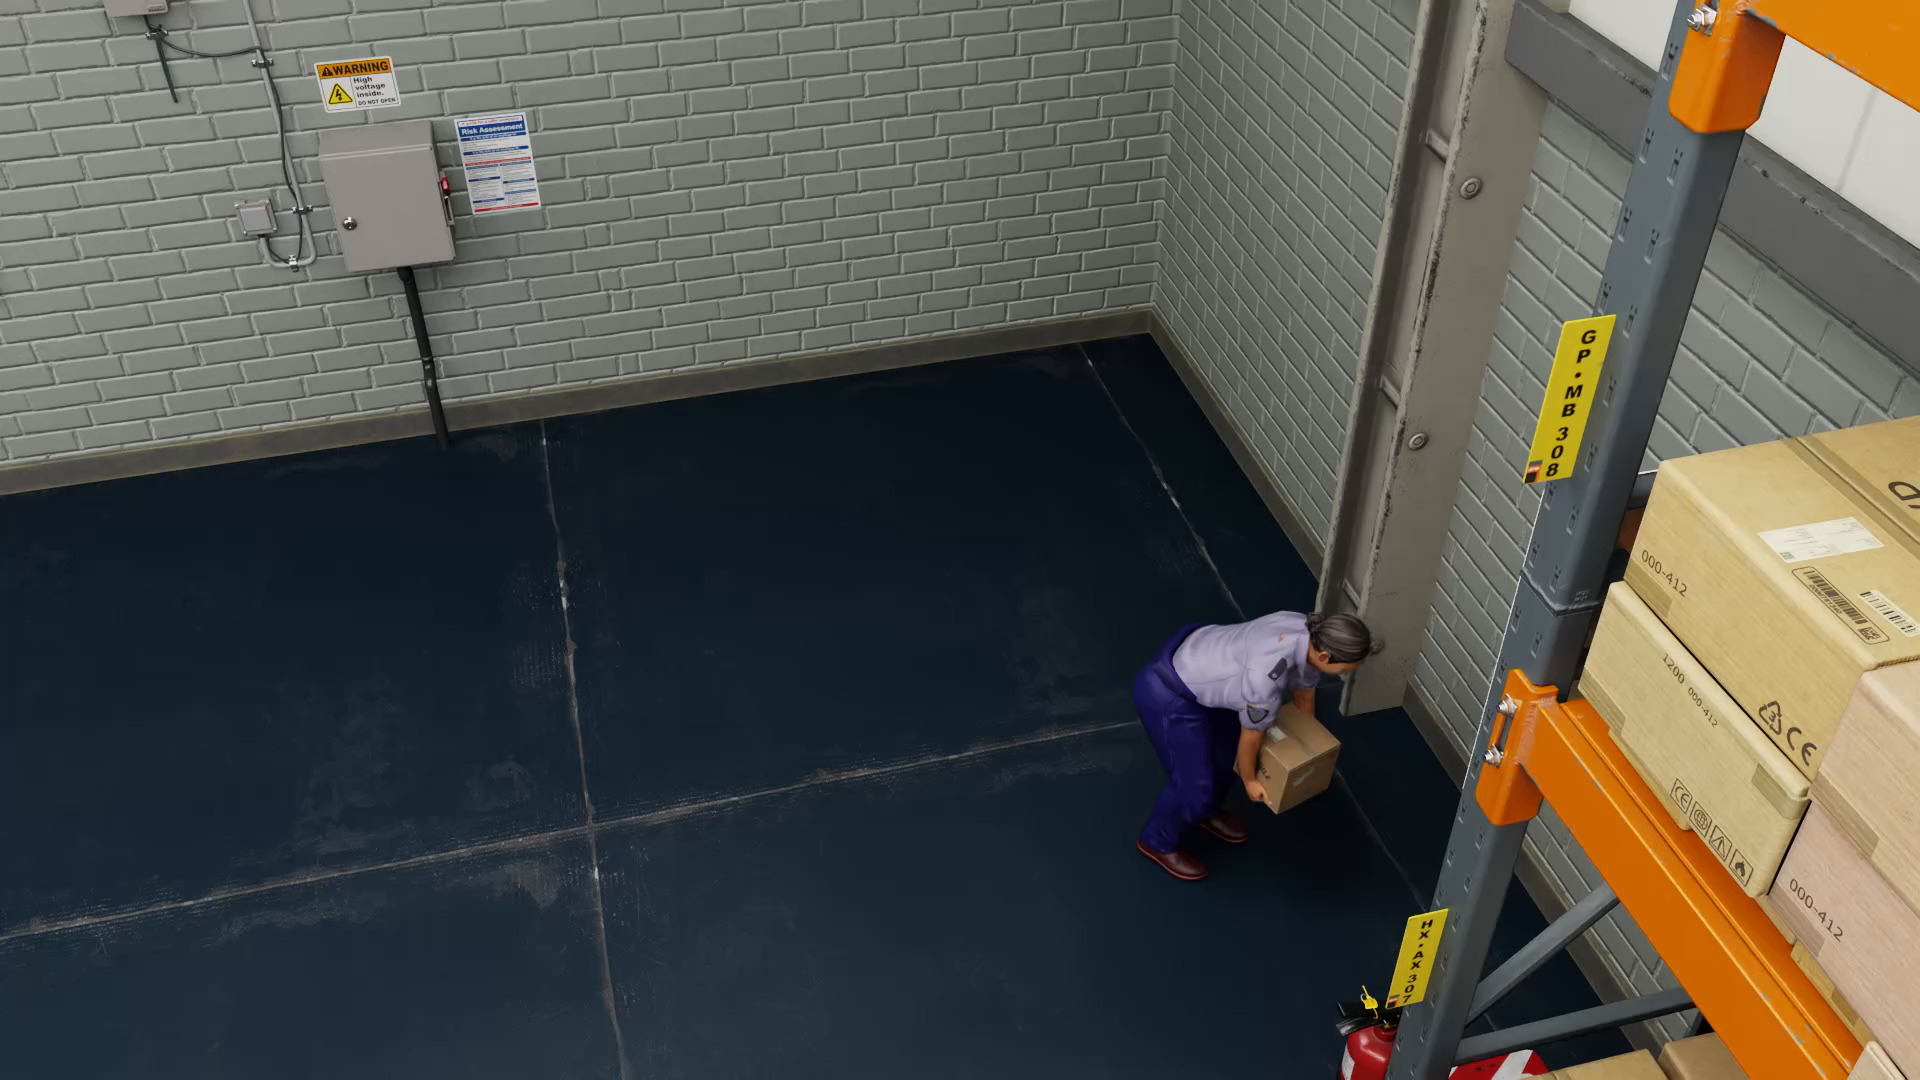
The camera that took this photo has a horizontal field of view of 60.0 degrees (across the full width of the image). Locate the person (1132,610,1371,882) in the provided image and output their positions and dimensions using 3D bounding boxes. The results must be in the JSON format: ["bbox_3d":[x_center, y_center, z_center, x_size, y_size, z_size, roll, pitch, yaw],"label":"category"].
[{"bbox_3d":[1.025,0.712,6.080,0.793,1.341,0.452,22,43,25],"label":"person"}]
